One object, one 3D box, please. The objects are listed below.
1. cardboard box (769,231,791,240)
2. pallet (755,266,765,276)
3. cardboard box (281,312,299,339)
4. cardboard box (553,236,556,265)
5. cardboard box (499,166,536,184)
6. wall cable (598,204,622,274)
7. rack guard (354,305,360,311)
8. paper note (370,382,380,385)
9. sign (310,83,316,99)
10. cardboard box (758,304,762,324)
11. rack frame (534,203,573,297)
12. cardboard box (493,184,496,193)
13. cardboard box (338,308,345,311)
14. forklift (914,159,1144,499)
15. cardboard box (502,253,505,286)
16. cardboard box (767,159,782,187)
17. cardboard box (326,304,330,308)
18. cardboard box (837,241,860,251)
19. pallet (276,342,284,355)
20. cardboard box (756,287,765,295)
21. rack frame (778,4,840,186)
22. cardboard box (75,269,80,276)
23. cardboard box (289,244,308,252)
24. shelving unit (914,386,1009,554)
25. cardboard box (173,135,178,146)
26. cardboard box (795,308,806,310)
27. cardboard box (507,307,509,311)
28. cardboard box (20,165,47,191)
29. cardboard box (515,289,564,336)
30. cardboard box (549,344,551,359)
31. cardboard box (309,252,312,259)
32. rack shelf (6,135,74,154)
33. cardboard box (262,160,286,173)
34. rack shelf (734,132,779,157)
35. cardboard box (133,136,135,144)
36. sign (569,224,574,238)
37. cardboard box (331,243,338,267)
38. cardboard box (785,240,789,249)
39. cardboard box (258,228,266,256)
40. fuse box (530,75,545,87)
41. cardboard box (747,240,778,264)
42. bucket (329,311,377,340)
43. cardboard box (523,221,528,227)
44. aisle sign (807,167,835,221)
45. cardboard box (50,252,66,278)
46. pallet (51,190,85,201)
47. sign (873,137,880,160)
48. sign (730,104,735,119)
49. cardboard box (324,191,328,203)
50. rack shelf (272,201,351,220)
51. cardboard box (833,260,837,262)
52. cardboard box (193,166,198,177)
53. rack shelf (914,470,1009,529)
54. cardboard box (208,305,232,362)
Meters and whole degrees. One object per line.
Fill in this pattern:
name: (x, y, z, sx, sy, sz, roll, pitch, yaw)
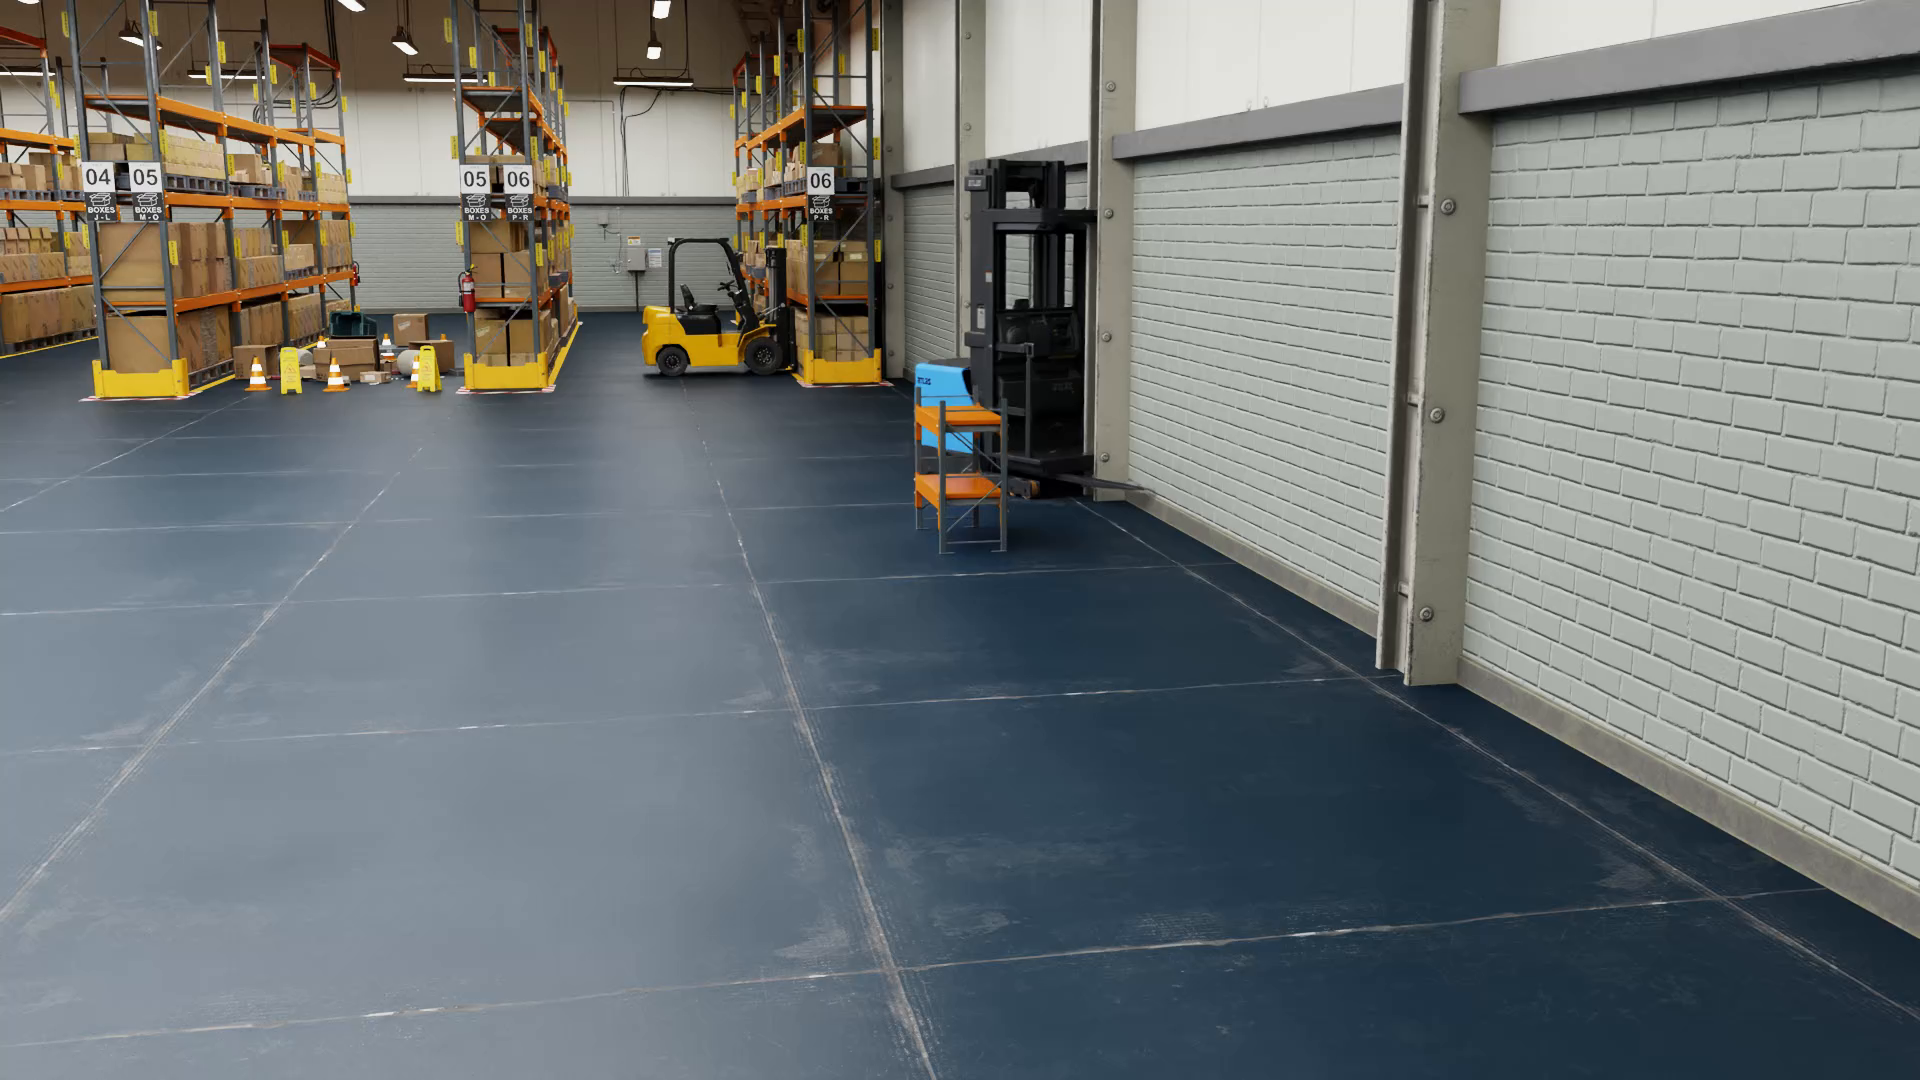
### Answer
cardboard box: (-4.158, -6.818, 38.098, 0.500, 0.500, 0.500, -2, 11, -13)
pallet: (-3.734, -5.623, 34.732, 1.003, 0.211, 1.213, -2, 11, -11)
cardboard box: (-12.942, -4.099, 31.771, 0.500, 0.500, 0.500, -3, 11, -13)
cardboard box: (-7.432, -5.127, 29.427, 0.500, 0.500, 0.500, -2, 11, -11)
cardboard box: (-6.500, -5.361, 24.422, 0.500, 0.250, 0.500, -2, 11, -12)
wall cable: (-9.506, -8.233, 45.214, 0.588, 1.984, 0.122, -2, 11, -11)
rack guard: (-14.596, -5.207, 38.716, 1.175, 0.500, 0.348, -2, 11, -11)
paper note: (-8.800, -2.355, 24.989, 0.148, 0.019, 0.142, -6, 13, -31)
sign: (-13.290, -9.220, 34.149, 0.100, 0.325, 0.005, -2, 11, -11)
cardboard box: (-3.955, -4.692, 34.887, 0.500, 0.500, 0.500, -3, 11, -13)
rack frame: (-9.775, -6.647, 39.598, 1.000, 3.000, 0.127, -2, 11, -11)
cardboard box: (-7.106, -5.213, 24.710, 0.380, 0.149, 0.250, -2, 11, -9)
cardboard box: (-14.012, -5.124, 37.304, 0.380, 0.149, 0.250, -2, 11, -10)
forklift: (0.841, -1.899, 14.836, 1.130, 2.935, 3.031, -8, 13, -36)
cardboard box: (-7.132, -4.089, 25.097, 0.500, 0.500, 0.500, -2, 11, -11)
cardboard box: (-3.253, -6.909, 31.291, 0.700, 0.500, 0.500, -2, 11, -12)
cardboard box: (-13.863, -5.028, 36.002, 0.380, 0.149, 0.250, -2, 11, -12)
cardboard box: (-1.734, -4.574, 25.909, 0.380, 0.149, 0.250, -2, 11, -10)
pallet: (-12.976, -3.464, 30.333, 1.003, 0.211, 1.213, -2, 11, -11)
cardboard box: (-4.223, -5.417, 36.164, 0.380, 0.149, 0.250, -3, 11, -14)
rack frame: (-2.573, -7.575, 28.426, 1.000, 3.000, 0.127, -2, 11, -11)
cardboard box: (-18.500, -5.544, 34.475, 0.380, 0.149, 0.250, -2, 11, -13)
cardboard box: (-13.462, -5.927, 33.772, 0.380, 0.149, 0.250, -2, 11, -13)
shelving unit: (-0.001, -0.554, 12.598, 0.538, 1.125, 1.048, -2, 11, -11)
cardboard box: (-11.350, -5.677, 23.628, 0.380, 0.149, 0.250, -2, 11, -12)
cardboard box: (-2.697, -3.780, 28.090, 0.500, 0.250, 0.500, -2, 11, -11)
cardboard box: (-7.626, -3.846, 27.370, 0.380, 0.149, 0.250, -2, 11, -10)
cardboard box: (-18.595, -7.176, 32.964, 0.700, 0.500, 0.500, -2, 11, -10)
cardboard box: (-8.272, -4.472, 32.730, 0.875, 0.875, 0.875, -2, 11, -12)
cardboard box: (-6.855, -3.013, 26.732, 0.500, 0.250, 0.500, -2, 11, -10)
cardboard box: (-13.510, -5.830, 34.058, 0.380, 0.149, 0.250, -2, 11, -11)
rack shelf: (-19.107, -8.317, 35.321, 1.077, 0.370, 4.000, -2, 11, -11)
cardboard box: (-12.964, -7.059, 31.424, 0.396, 0.266, 0.258, -2, 11, -11)
rack shelf: (-4.518, -9.054, 38.130, 1.077, 0.370, 4.000, -2, 11, -11)
cardboard box: (-12.094, -5.747, 23.995, 0.380, 0.149, 0.250, -2, 11, -11)
sign: (-9.240, -7.350, 39.558, 0.100, 0.325, 0.005, -2, 11, -11)
cardboard box: (-13.848, -6.194, 36.156, 0.500, 0.500, 0.500, -2, 11, -12)
cardboard box: (-2.802, -5.072, 28.525, 0.380, 0.149, 0.250, -2, 11, -10)
cardboard box: (-12.878, -5.346, 29.822, 0.700, 0.500, 0.500, -2, 11, -12)
fuse box: (-11.138, -12.185, 44.093, 0.513, 0.334, 0.176, -2, 11, -11)
cardboard box: (-4.254, -6.253, 36.138, 0.700, 0.500, 0.500, -2, 11, -10)
bucket: (-9.989, -3.445, 27.465, 0.726, 0.611, 0.620, 2, 1, 9)
cardboard box: (-9.369, -6.817, 35.816, 0.380, 0.149, 0.250, -2, 11, -12)
aisle sign: (-2.070, -5.148, 24.770, 0.394, 0.787, 0.004, -2, 11, -11)
cardboard box: (-18.359, -5.526, 33.442, 0.500, 0.500, 0.500, -2, 11, -11)
pallet: (-19.101, -7.357, 35.542, 1.003, 0.211, 1.213, -2, 11, -11)
sign: (-1.250, -5.855, 24.863, 0.100, 0.325, 0.005, -2, 11, -11)
sign: (-5.439, -10.254, 39.791, 0.100, 0.325, 0.005, -2, 11, -11)
cardboard box: (-13.771, -7.301, 35.412, 0.500, 0.250, 0.500, -2, 11, -12)
rack shelf: (-14.222, -7.202, 36.415, 1.077, 0.370, 4.000, -2, 11, -11)
cardboard box: (-1.742, -4.139, 26.151, 0.500, 0.500, 0.500, -2, 11, -9)
cardboard box: (-11.547, -5.472, 24.685, 0.380, 0.149, 0.250, -2, 11, -10)
rack shelf: (-0.001, -0.314, 12.644, 0.538, 0.278, 1.000, -2, 11, -11)
cardboard box: (-12.223, -3.292, 26.532, 0.875, 0.875, 0.875, -2, 11, -10)
